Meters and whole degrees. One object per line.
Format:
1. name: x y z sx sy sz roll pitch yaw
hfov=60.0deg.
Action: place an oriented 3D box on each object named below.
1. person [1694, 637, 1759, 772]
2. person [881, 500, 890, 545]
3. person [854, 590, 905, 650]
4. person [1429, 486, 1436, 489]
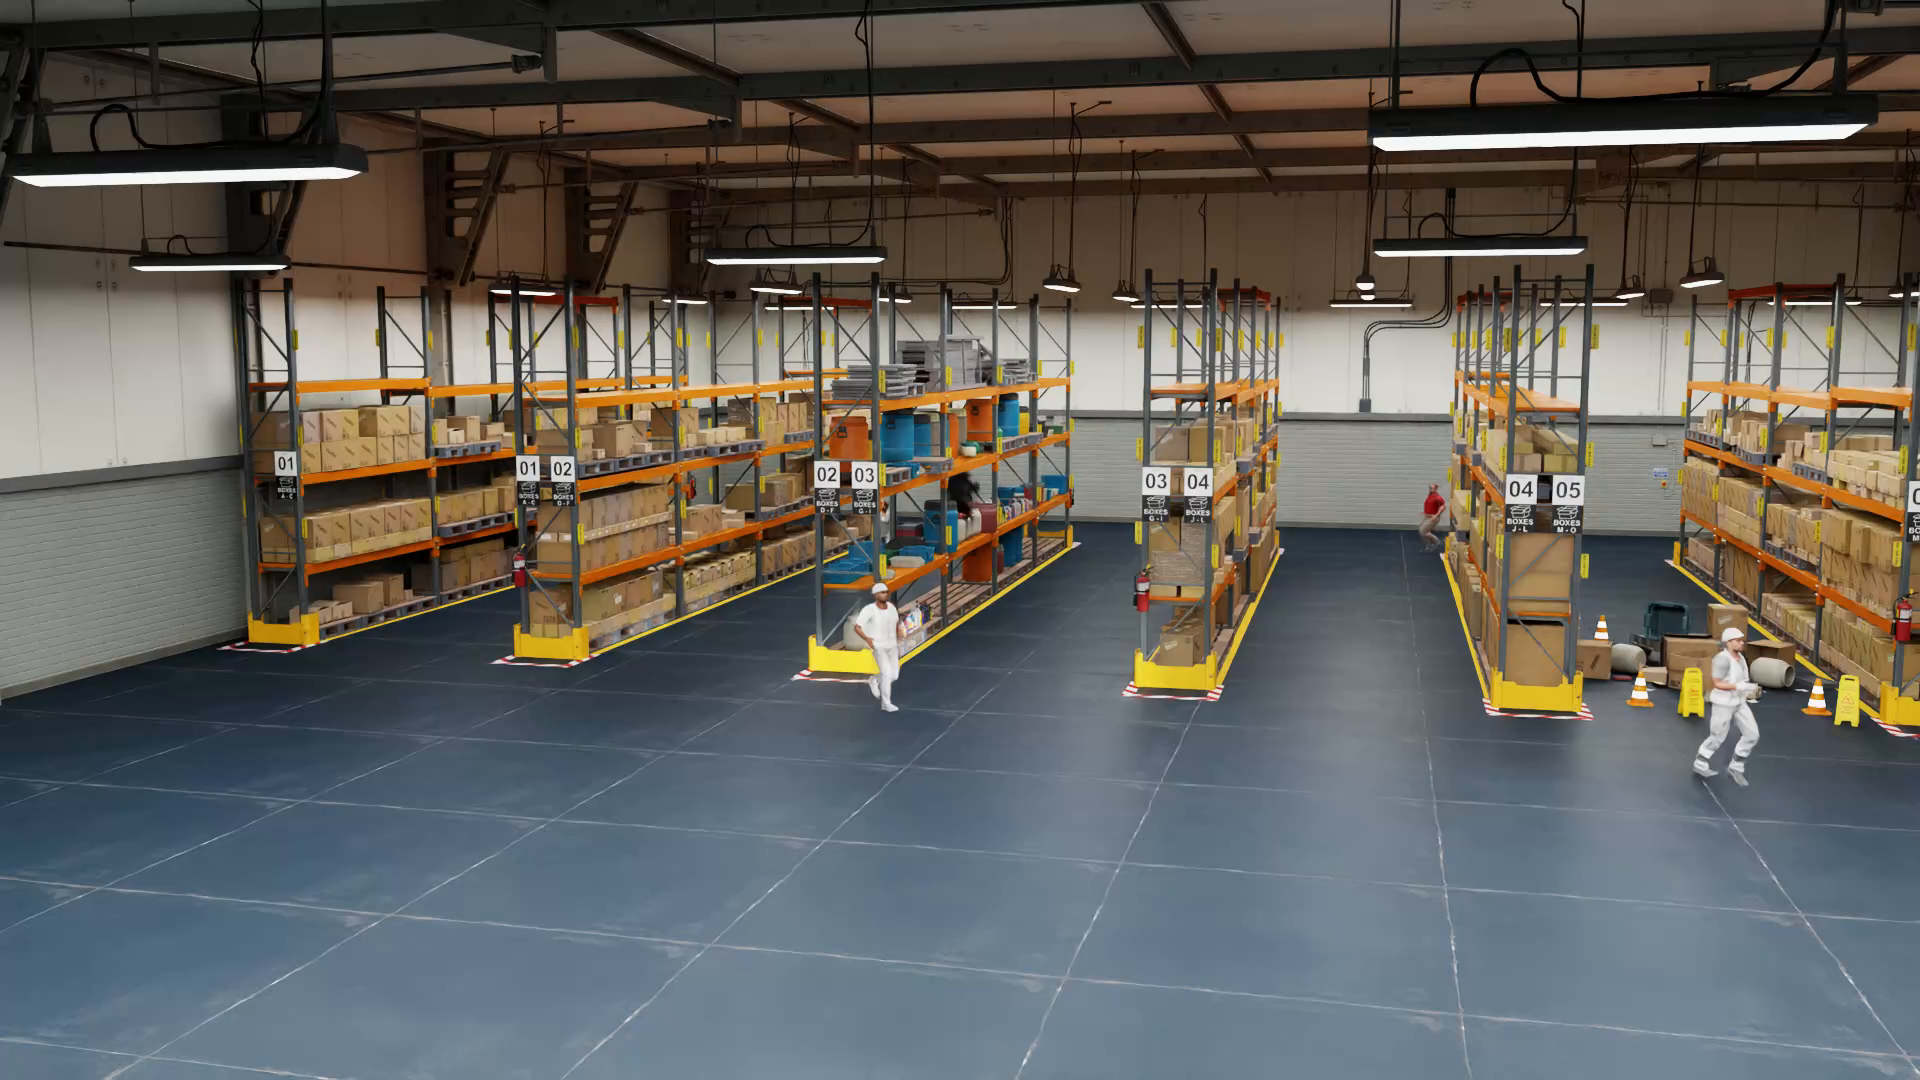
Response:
1. person: 8.660 1.831 18.770 0.601 1.628 0.657 -4 8 -29
2. person: -1.646 -0.124 35.899 0.499 1.490 0.780 0 7 0
3. person: -1.033 1.051 22.513 0.707 0.850 0.492 -6 9 -40
4. person: 11.090 -1.228 39.014 0.176 0.062 0.180 -1 7 -7
